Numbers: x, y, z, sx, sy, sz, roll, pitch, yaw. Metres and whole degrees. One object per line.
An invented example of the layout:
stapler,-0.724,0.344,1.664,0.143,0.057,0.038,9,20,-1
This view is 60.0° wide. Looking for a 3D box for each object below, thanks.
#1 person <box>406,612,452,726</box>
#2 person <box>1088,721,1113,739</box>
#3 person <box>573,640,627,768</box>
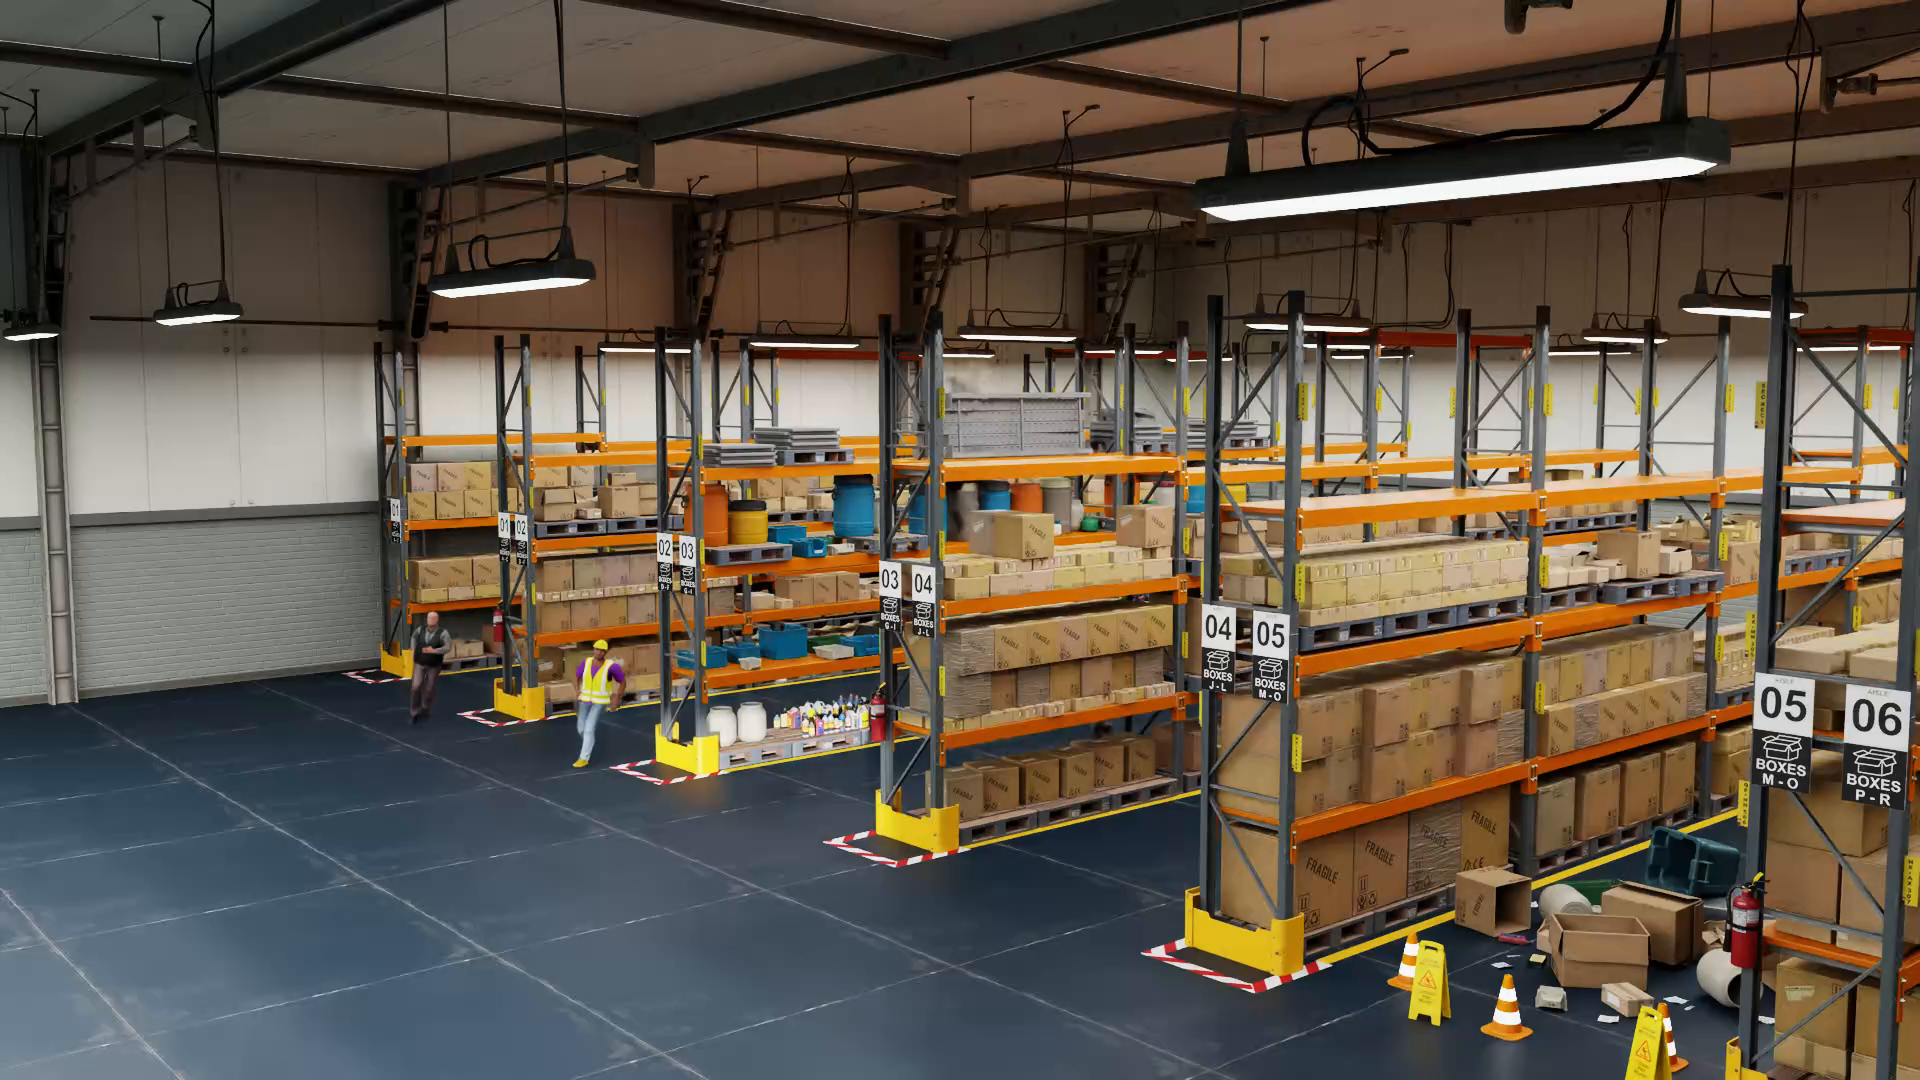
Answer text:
person,-8.236,1.982,25.874,0.684,1.770,0.716,-1,5,-8
person,1.994,2.236,23.441,0.565,1.629,0.761,4,7,39
person,-4.972,2.222,22.888,0.755,1.727,0.770,1,5,8
